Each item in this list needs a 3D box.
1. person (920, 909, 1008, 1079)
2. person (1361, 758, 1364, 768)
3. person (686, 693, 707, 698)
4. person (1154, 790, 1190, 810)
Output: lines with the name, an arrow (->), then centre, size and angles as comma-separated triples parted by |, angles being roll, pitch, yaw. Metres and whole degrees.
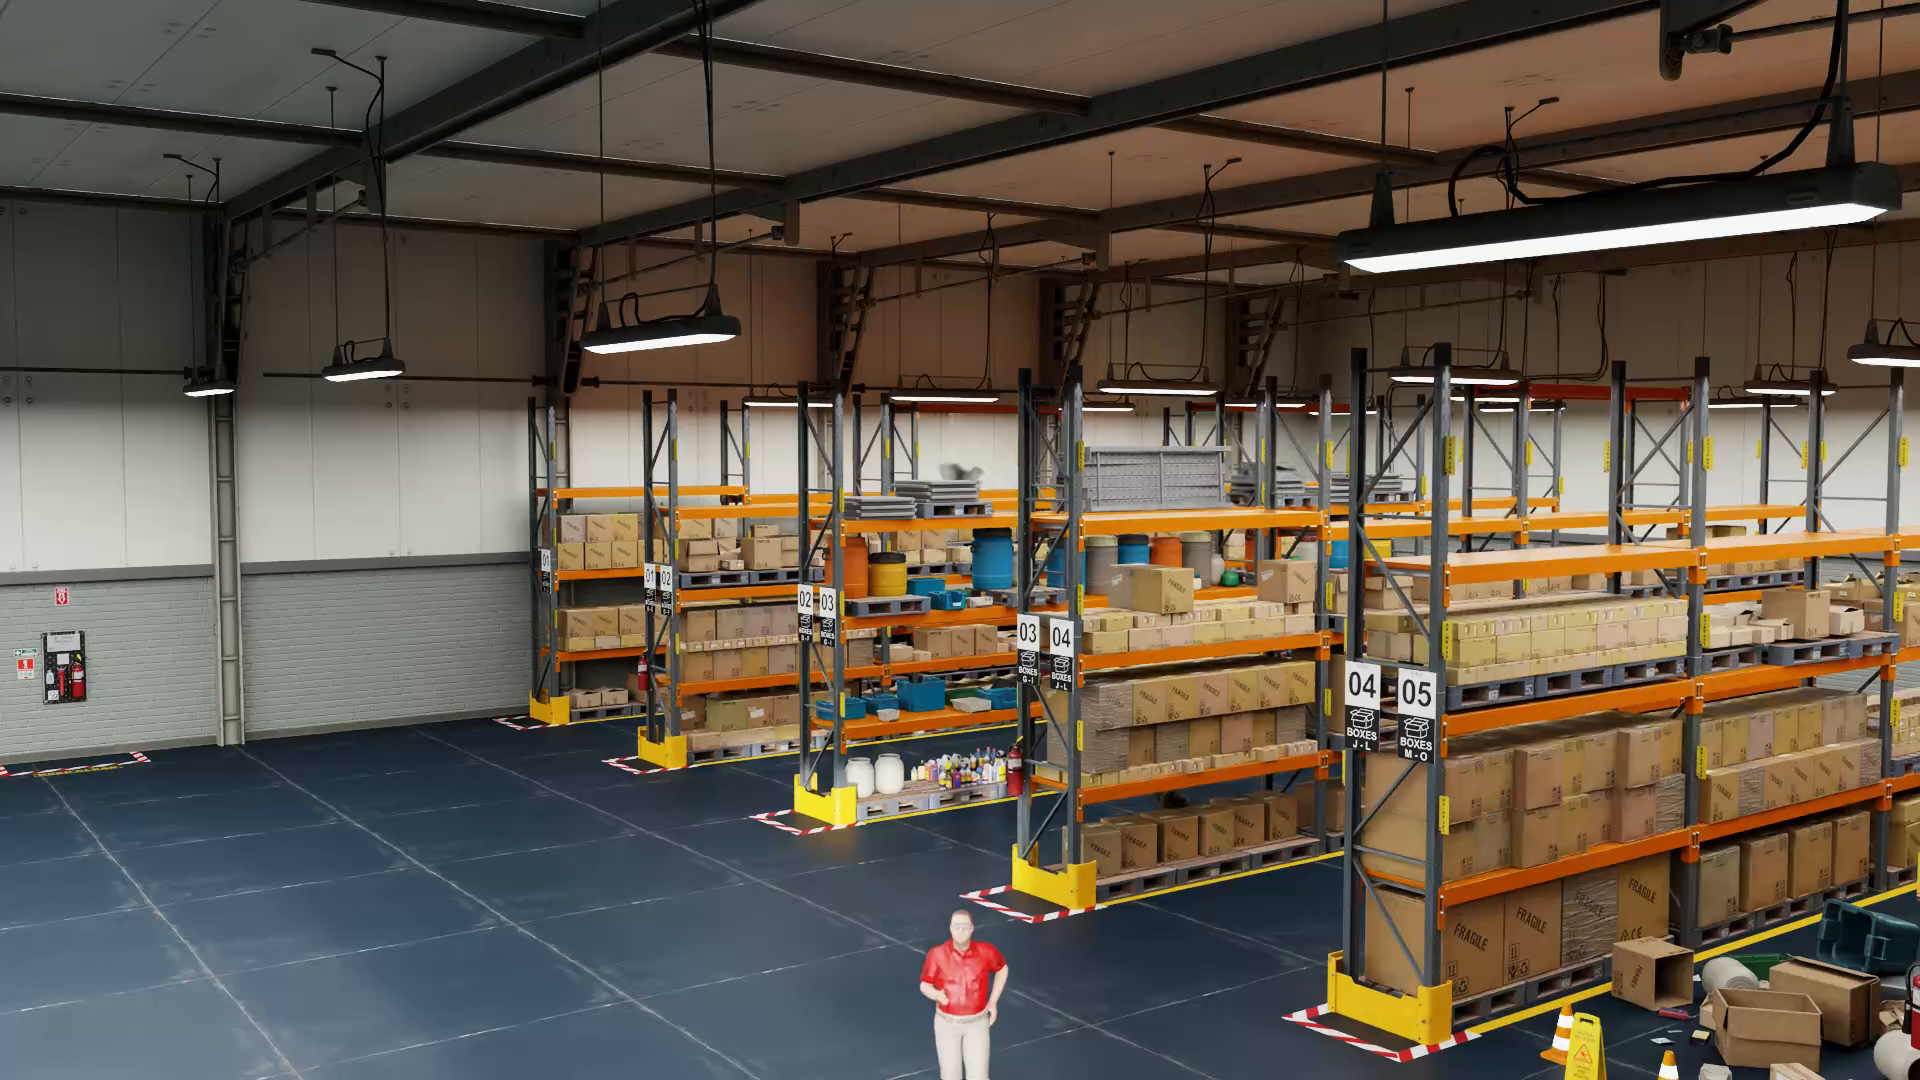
person -> 0.021, 3.601, 12.166 | 0.642, 1.765, 0.687 | 0, 3, 4
person -> 6.248, 2.779, 26.175 | 0.591, 1.687, 0.698 | -3, 5, -43
person -> -4.654, 2.657, 28.901 | 0.451, 1.600, 0.588 | -3, 5, -42
person -> 2.801, 2.988, 21.928 | 0.833, 1.746, 0.718 | -3, 5, -45
